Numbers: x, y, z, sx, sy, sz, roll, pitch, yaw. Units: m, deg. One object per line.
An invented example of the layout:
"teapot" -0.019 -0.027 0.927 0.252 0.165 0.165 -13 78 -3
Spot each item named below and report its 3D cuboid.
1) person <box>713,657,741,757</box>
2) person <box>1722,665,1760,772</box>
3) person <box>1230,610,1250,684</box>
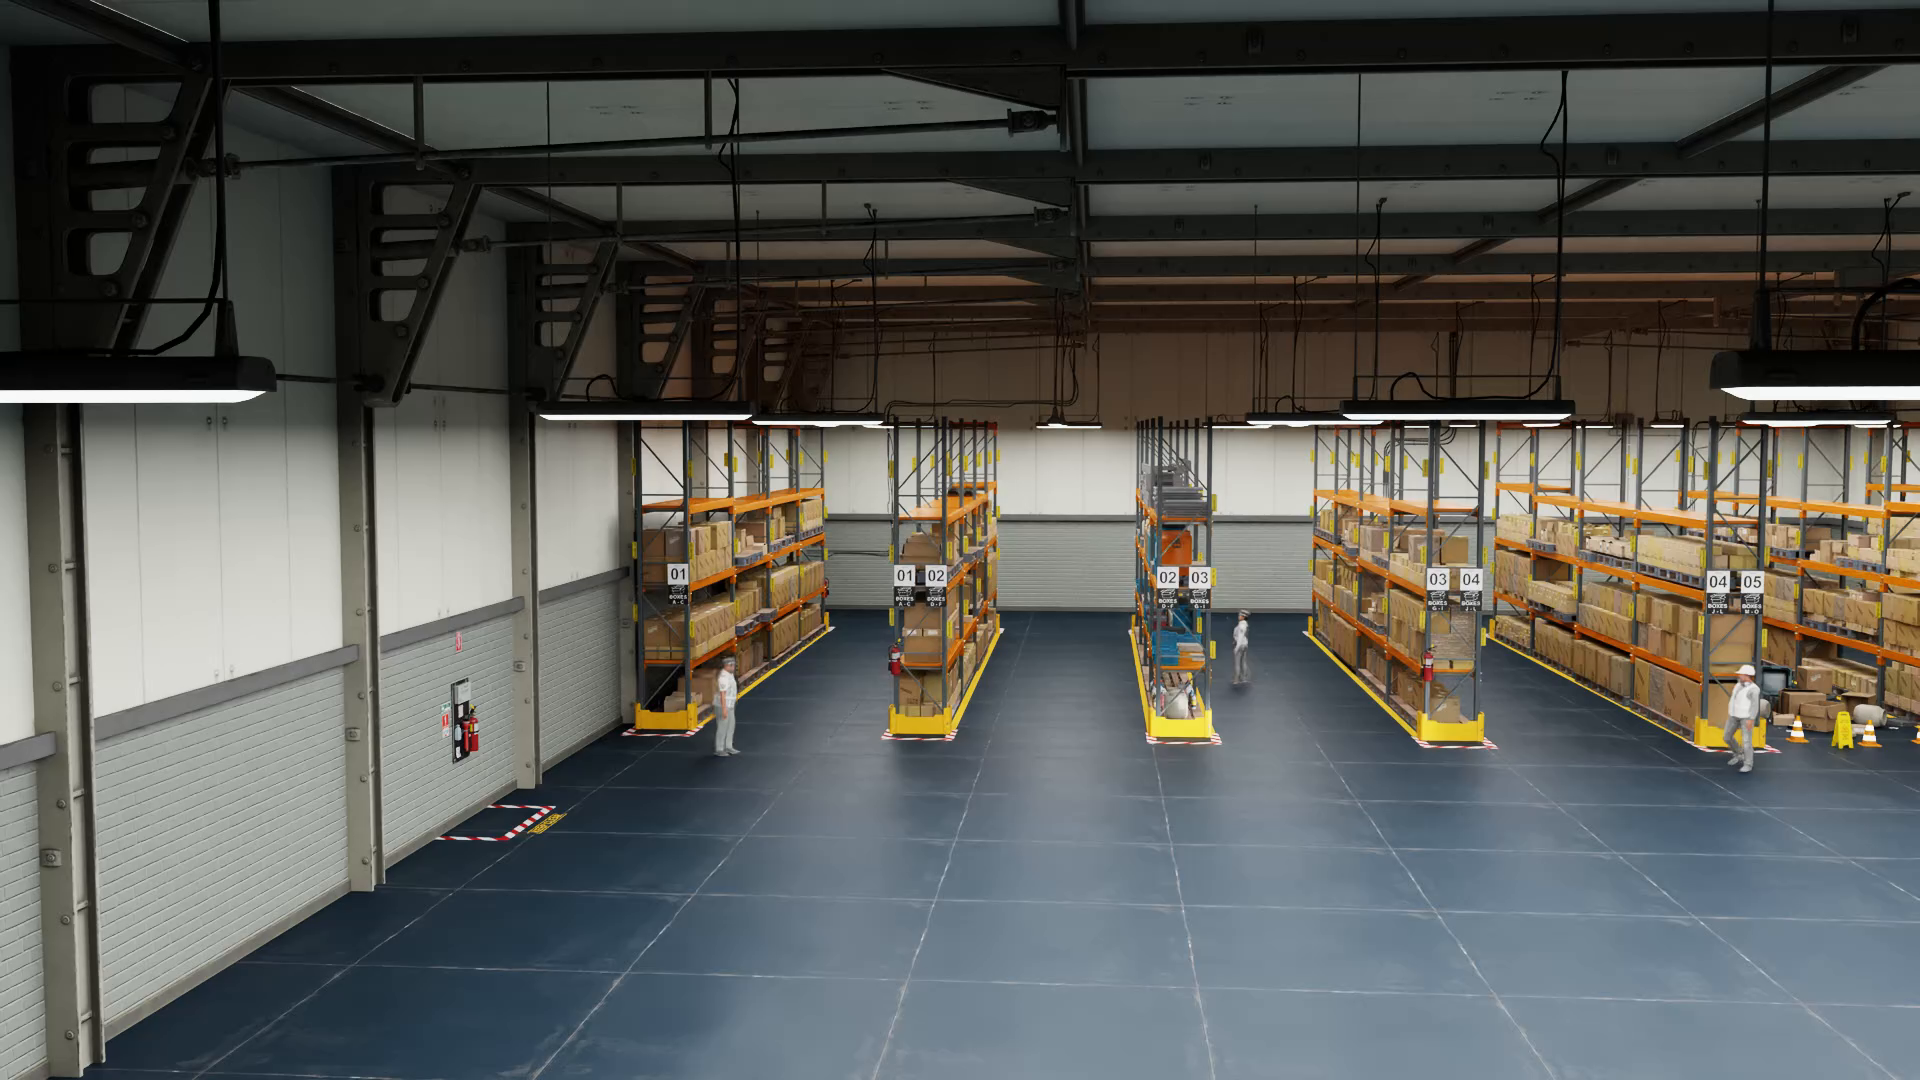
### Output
"person" -4.142 2.941 29.363 0.442 1.765 0.599 1 4 8
"person" 13.231 2.992 28.133 0.480 1.775 0.628 -2 4 -24
"person" 6.363 2.424 37.771 0.411 1.704 0.497 2 4 34
